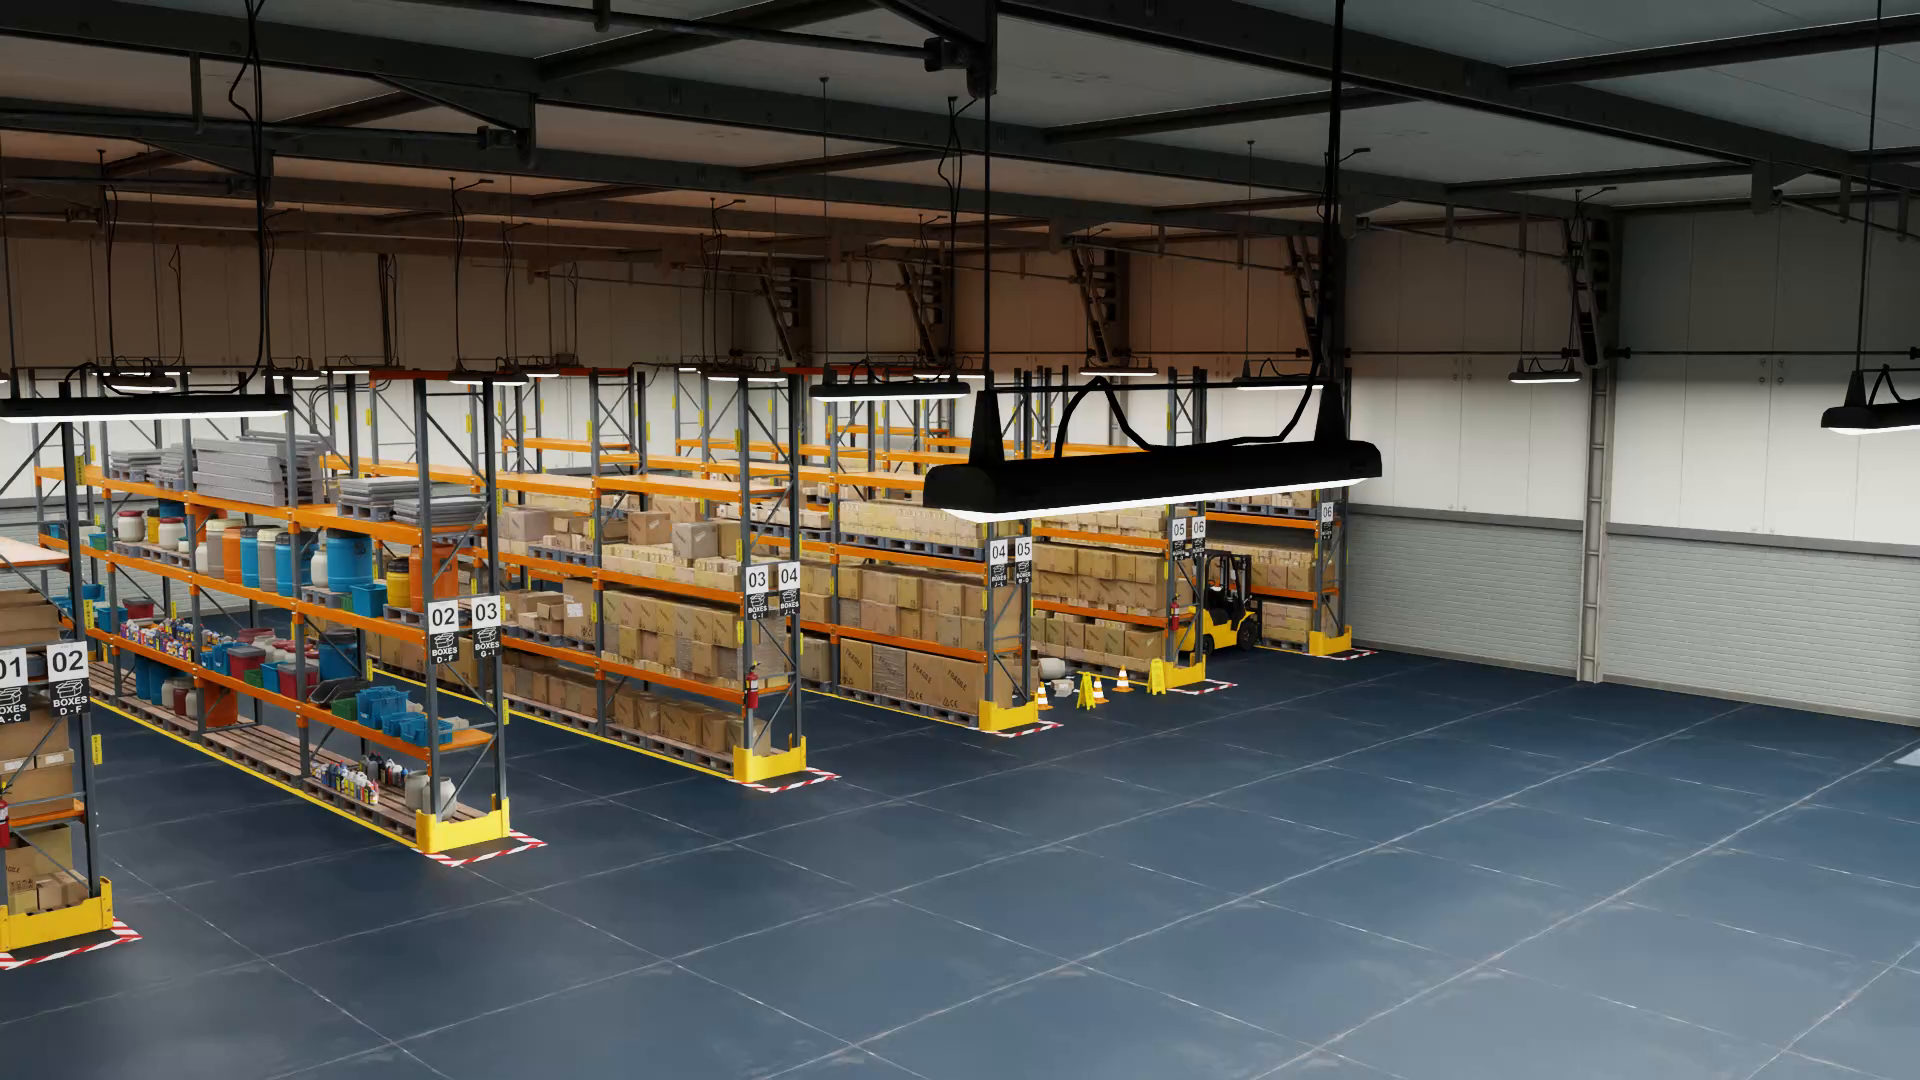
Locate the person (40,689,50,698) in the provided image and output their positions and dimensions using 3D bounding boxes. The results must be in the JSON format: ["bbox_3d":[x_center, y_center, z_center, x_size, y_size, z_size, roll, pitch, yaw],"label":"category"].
[{"bbox_3d":[-15.766,2.199,28.766,0.588,1.769,0.457,4,7,29],"label":"person"}]

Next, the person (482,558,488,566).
[{"bbox_3d":[-12.155,0.755,42.424,0.496,1.608,0.448,-6,8,-41],"label":"person"}]
